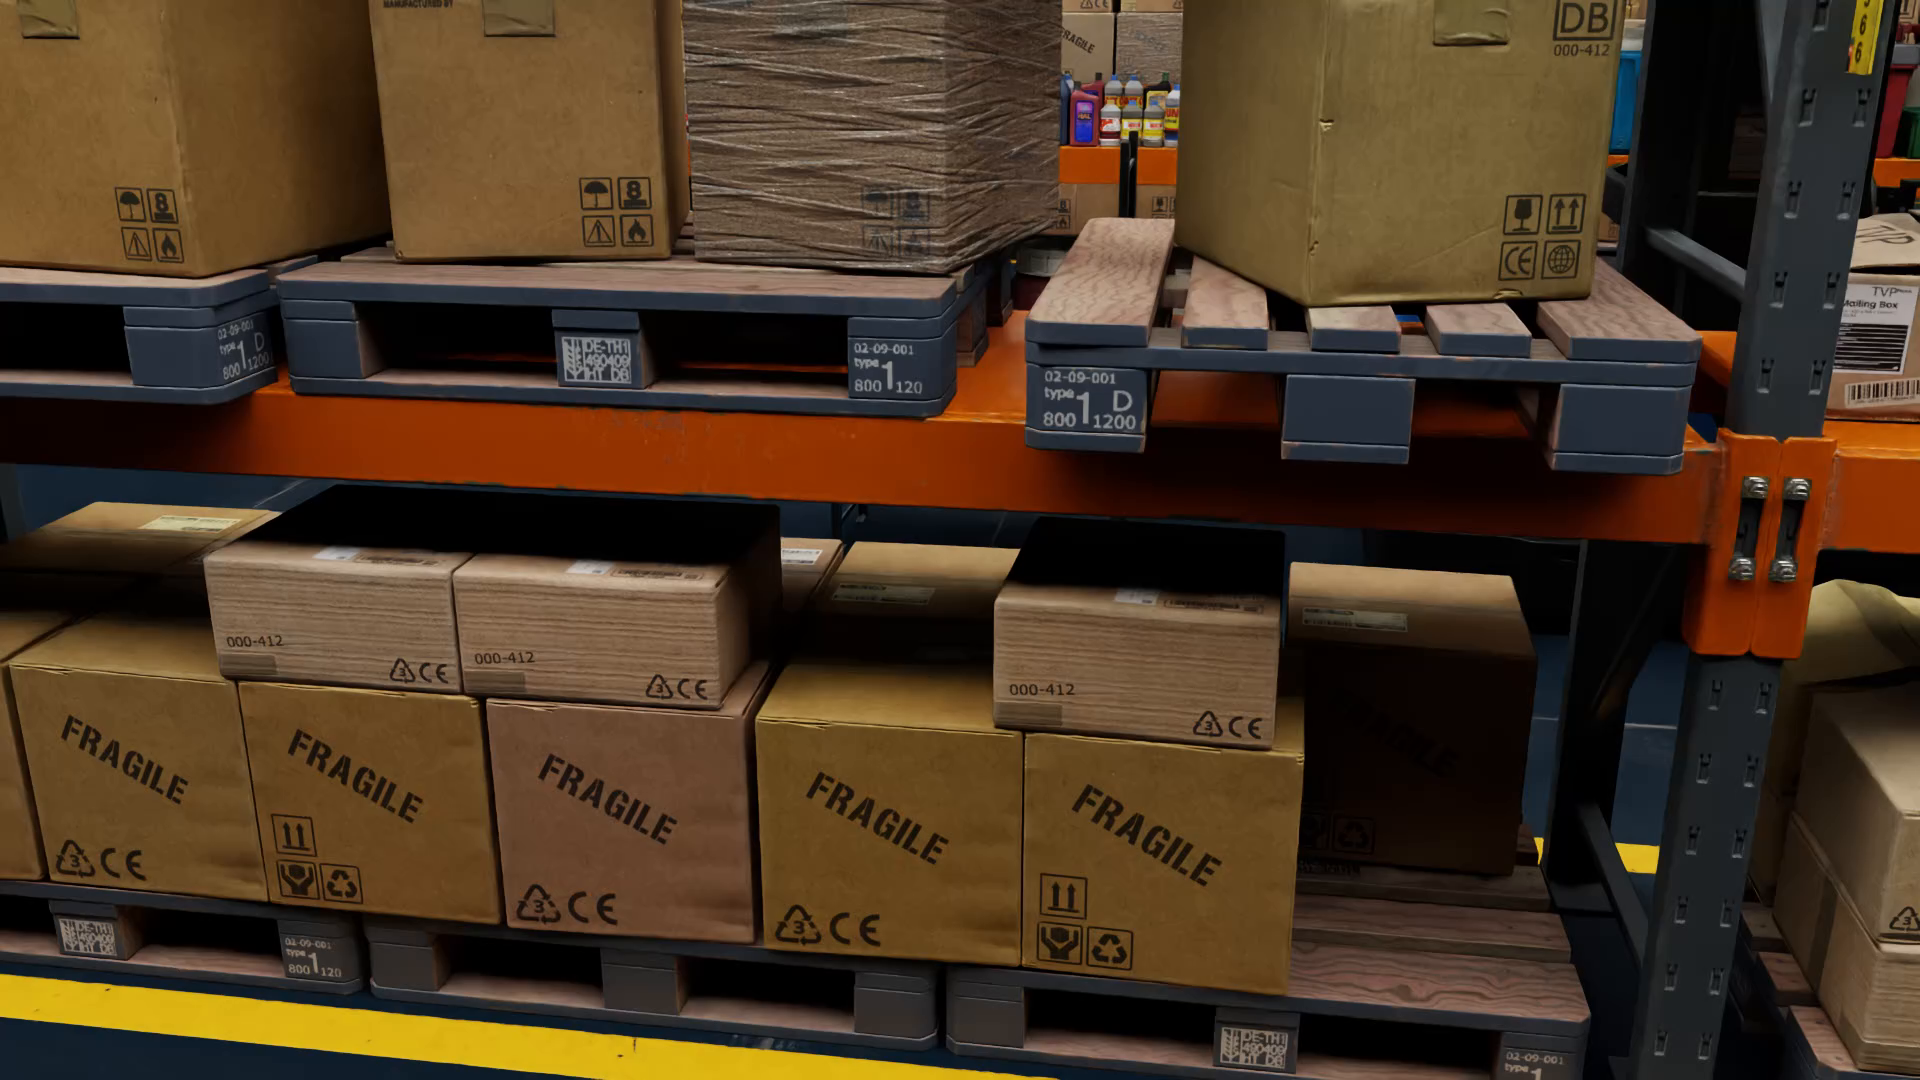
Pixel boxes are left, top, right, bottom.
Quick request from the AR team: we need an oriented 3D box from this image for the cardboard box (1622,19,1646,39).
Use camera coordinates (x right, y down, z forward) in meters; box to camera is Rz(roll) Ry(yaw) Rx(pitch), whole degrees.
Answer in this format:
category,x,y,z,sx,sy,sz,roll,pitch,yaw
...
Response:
category,x,y,z,sx,sy,sz,roll,pitch,yaw
cardboard box,4.563,-3.560,11.791,0.500,0.250,0.500,2,19,7

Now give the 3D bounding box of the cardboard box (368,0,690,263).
category,x,y,z,sx,sy,sz,roll,pitch,yaw
cardboard box,-0.825,-0.864,3.337,0.500,0.500,0.700,-2,19,-5

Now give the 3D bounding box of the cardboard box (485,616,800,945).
category,x,y,z,sx,sy,sz,roll,pitch,yaw
cardboard box,-0.621,0.467,3.425,0.500,0.500,0.500,2,19,7

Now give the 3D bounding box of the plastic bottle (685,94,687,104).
category,x,y,z,sx,sy,sz,roll,pitch,yaw
plastic bottle,-1.351,-2.185,8.420,0.097,0.201,0.097,0,18,0

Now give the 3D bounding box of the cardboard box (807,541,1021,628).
category,x,y,z,sx,sy,sz,roll,pitch,yaw
cardboard box,-0.046,0.328,3.843,0.500,0.500,0.500,3,19,8

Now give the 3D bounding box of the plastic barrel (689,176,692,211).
category,x,y,z,sx,sy,sz,roll,pitch,yaw
plastic barrel,-1.256,-1.410,8.434,0.708,0.901,0.600,3,19,9

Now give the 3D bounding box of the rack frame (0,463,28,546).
category,x,y,z,sx,sy,sz,roll,pitch,yaw
rack frame,-2.579,-0.687,3.628,0.127,3.000,1.000,3,19,9

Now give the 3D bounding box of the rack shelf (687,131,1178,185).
category,x,y,z,sx,sy,sz,roll,pitch,yaw
rack shelf,0.185,-1.796,8.078,4.000,0.370,1.077,3,19,9

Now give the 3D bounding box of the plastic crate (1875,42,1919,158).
category,x,y,z,sx,sy,sz,roll,pitch,yaw
plastic crate,3.706,-1.890,7.124,0.583,0.464,0.402,3,19,9

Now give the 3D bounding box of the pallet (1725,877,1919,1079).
category,x,y,z,sx,sy,sz,roll,pitch,yaw
pallet,2.177,0.891,3.308,1.213,0.211,1.003,3,19,9

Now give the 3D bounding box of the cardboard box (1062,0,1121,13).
category,x,y,z,sx,sy,sz,roll,pitch,yaw
cardboard box,0.919,-4.219,12.446,0.637,0.503,0.797,4,19,10

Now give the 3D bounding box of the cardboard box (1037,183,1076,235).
category,x,y,z,sx,sy,sz,roll,pitch,yaw
cardboard box,0.513,-2.911,12.962,0.875,0.875,1.225,2,19,7

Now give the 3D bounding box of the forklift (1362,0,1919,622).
category,x,y,z,sx,sy,sz,roll,pitch,yaw
forklift,2.939,-1.199,5.266,3.031,2.935,1.130,4,19,11

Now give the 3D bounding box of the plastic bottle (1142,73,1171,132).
category,x,y,z,sx,sy,sz,roll,pitch,yaw
plastic bottle,0.974,-2.161,8.217,0.133,0.283,0.061,3,19,9

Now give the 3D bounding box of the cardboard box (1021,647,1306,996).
category,x,y,z,sx,sy,sz,roll,pitch,yaw
cardboard box,0.409,0.518,3.274,0.500,0.500,0.500,4,19,11

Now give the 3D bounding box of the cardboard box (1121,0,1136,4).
category,x,y,z,sx,sy,sz,roll,pitch,yaw
cardboard box,1.742,-5.460,16.690,0.250,0.149,0.380,3,19,10

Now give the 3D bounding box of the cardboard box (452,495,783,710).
category,x,y,z,sx,sy,sz,roll,pitch,yaw
cardboard box,-0.658,0.111,3.309,0.500,0.250,0.500,3,19,8

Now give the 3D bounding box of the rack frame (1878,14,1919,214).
category,x,y,z,sx,sy,sz,roll,pitch,yaw
rack frame,6.894,-3.387,11.699,0.127,3.000,1.000,3,19,9

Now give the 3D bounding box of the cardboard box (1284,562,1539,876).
category,x,y,z,sx,sy,sz,roll,pitch,yaw
cardboard box,0.966,0.379,3.689,0.500,0.500,0.500,4,19,11

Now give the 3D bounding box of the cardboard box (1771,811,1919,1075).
category,x,y,z,sx,sy,sz,roll,pitch,yaw
cardboard box,1.840,0.738,3.042,0.500,0.250,0.500,3,19,8

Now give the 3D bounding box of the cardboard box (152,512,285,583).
category,x,y,z,sx,sy,sz,roll,pitch,yaw
cardboard box,-1.560,0.253,4.066,0.500,0.500,0.500,3,19,9

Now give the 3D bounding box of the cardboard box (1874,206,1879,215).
category,x,y,z,sx,sy,sz,roll,pitch,yaw
cardboard box,6.291,-2.448,12.139,0.500,0.500,0.700,1,19,4

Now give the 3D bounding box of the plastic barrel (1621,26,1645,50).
category,x,y,z,sx,sy,sz,roll,pitch,yaw
plastic barrel,3.209,-2.105,7.691,0.421,0.512,0.421,0,18,0

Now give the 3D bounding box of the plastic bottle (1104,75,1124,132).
category,x,y,z,sx,sy,sz,roll,pitch,yaw
plastic bottle,0.761,-2.160,8.234,0.097,0.271,0.097,0,18,0

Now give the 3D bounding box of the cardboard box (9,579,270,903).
category,x,y,z,sx,sy,sz,roll,pitch,yaw
cardboard box,-1.612,0.414,3.584,0.500,0.500,0.500,3,19,9

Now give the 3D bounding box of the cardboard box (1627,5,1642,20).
category,x,y,z,sx,sy,sz,roll,pitch,yaw
cardboard box,6.724,-4.951,16.217,0.500,0.500,0.500,3,19,8

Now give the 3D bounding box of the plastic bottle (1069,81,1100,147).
category,x,y,z,sx,sy,sz,roll,pitch,yaw
plastic bottle,0.564,-1.926,7.515,0.133,0.283,0.061,3,19,9

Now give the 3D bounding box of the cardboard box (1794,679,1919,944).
category,x,y,z,sx,sy,sz,roll,pitch,yaw
cardboard box,1.840,0.472,2.953,0.500,0.311,0.500,4,19,11

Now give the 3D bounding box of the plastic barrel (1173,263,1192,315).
category,x,y,z,sx,sy,sz,roll,pitch,yaw
plastic barrel,1.102,-1.076,8.050,0.421,0.512,0.421,0,18,0

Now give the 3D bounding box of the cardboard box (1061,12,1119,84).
category,x,y,z,sx,sy,sz,roll,pitch,yaw
cardboard box,0.912,-3.661,12.360,0.500,0.500,0.500,3,19,10

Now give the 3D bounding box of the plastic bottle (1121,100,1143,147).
category,x,y,z,sx,sy,sz,roll,pitch,yaw
plastic bottle,0.777,-1.882,7.513,0.097,0.201,0.097,0,18,0

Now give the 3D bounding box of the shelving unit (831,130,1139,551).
category,x,y,z,sx,sy,sz,roll,pitch,yaw
shelving unit,0.084,-0.707,6.052,1.048,1.500,0.538,3,19,9

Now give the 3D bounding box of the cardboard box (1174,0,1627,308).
category,x,y,z,sx,sy,sz,roll,pitch,yaw
cardboard box,0.730,-0.728,2.933,0.500,0.500,0.700,-3,19,-10

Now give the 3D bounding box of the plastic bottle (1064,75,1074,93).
category,x,y,z,sx,sy,sz,roll,pitch,yaw
plastic bottle,0.533,-2.171,8.268,0.097,0.271,0.097,0,18,0

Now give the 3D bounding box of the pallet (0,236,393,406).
category,x,y,z,sx,sy,sz,roll,pitch,yaw
pallet,-1.808,-0.521,3.436,1.213,0.211,1.003,3,19,9

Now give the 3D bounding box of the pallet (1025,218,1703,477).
category,x,y,z,sx,sy,sz,roll,pitch,yaw
pallet,0.690,-0.406,3.093,1.003,0.211,1.213,3,19,9

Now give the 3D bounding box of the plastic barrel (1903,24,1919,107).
category,x,y,z,sx,sy,sz,roll,pitch,yaw
plastic barrel,4.474,-2.054,7.500,0.433,0.535,0.433,0,18,0

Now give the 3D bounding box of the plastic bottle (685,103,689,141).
category,x,y,z,sx,sy,sz,roll,pitch,yaw
plastic bottle,-1.247,-1.985,7.822,0.097,0.201,0.097,0,18,0

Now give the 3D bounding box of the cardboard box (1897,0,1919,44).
category,x,y,z,sx,sy,sz,roll,pitch,yaw
cardboard box,6.132,-3.955,11.788,1.000,1.000,1.000,3,19,9

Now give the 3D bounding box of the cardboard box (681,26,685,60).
category,x,y,z,sx,sy,sz,roll,pitch,yaw
cardboard box,-1.993,-3.825,12.775,0.500,0.250,0.500,3,19,10

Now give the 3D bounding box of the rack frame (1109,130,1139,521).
category,x,y,z,sx,sy,sz,roll,pitch,yaw
rack frame,0.586,-0.681,5.976,0.032,1.500,0.500,3,19,9

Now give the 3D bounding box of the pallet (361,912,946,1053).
category,x,y,z,sx,sy,sz,roll,pitch,yaw
pallet,-0.562,0.726,3.802,1.213,0.211,1.003,3,19,9

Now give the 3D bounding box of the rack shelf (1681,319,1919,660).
category,x,y,z,sx,sy,sz,roll,pitch,yaw
rack shelf,3.345,-0.043,2.839,4.000,0.370,1.077,3,19,9

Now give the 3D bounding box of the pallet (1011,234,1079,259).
category,x,y,z,sx,sy,sz,roll,pitch,yaw
pallet,0.977,-2.392,13.118,1.213,0.211,1.003,3,19,9

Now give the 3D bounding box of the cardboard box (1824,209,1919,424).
category,x,y,z,sx,sy,sz,roll,pitch,yaw
cardboard box,1.722,-0.411,2.945,0.500,0.311,0.500,4,19,12

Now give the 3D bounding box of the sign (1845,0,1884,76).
category,x,y,z,sx,sy,sz,roll,pitch,yaw
sign,1.293,-0.826,2.345,0.005,0.325,0.100,3,19,9

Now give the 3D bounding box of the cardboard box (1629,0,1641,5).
category,x,y,z,sx,sy,sz,roll,pitch,yaw
cardboard box,6.781,-5.506,16.298,0.500,0.500,0.700,3,19,8
